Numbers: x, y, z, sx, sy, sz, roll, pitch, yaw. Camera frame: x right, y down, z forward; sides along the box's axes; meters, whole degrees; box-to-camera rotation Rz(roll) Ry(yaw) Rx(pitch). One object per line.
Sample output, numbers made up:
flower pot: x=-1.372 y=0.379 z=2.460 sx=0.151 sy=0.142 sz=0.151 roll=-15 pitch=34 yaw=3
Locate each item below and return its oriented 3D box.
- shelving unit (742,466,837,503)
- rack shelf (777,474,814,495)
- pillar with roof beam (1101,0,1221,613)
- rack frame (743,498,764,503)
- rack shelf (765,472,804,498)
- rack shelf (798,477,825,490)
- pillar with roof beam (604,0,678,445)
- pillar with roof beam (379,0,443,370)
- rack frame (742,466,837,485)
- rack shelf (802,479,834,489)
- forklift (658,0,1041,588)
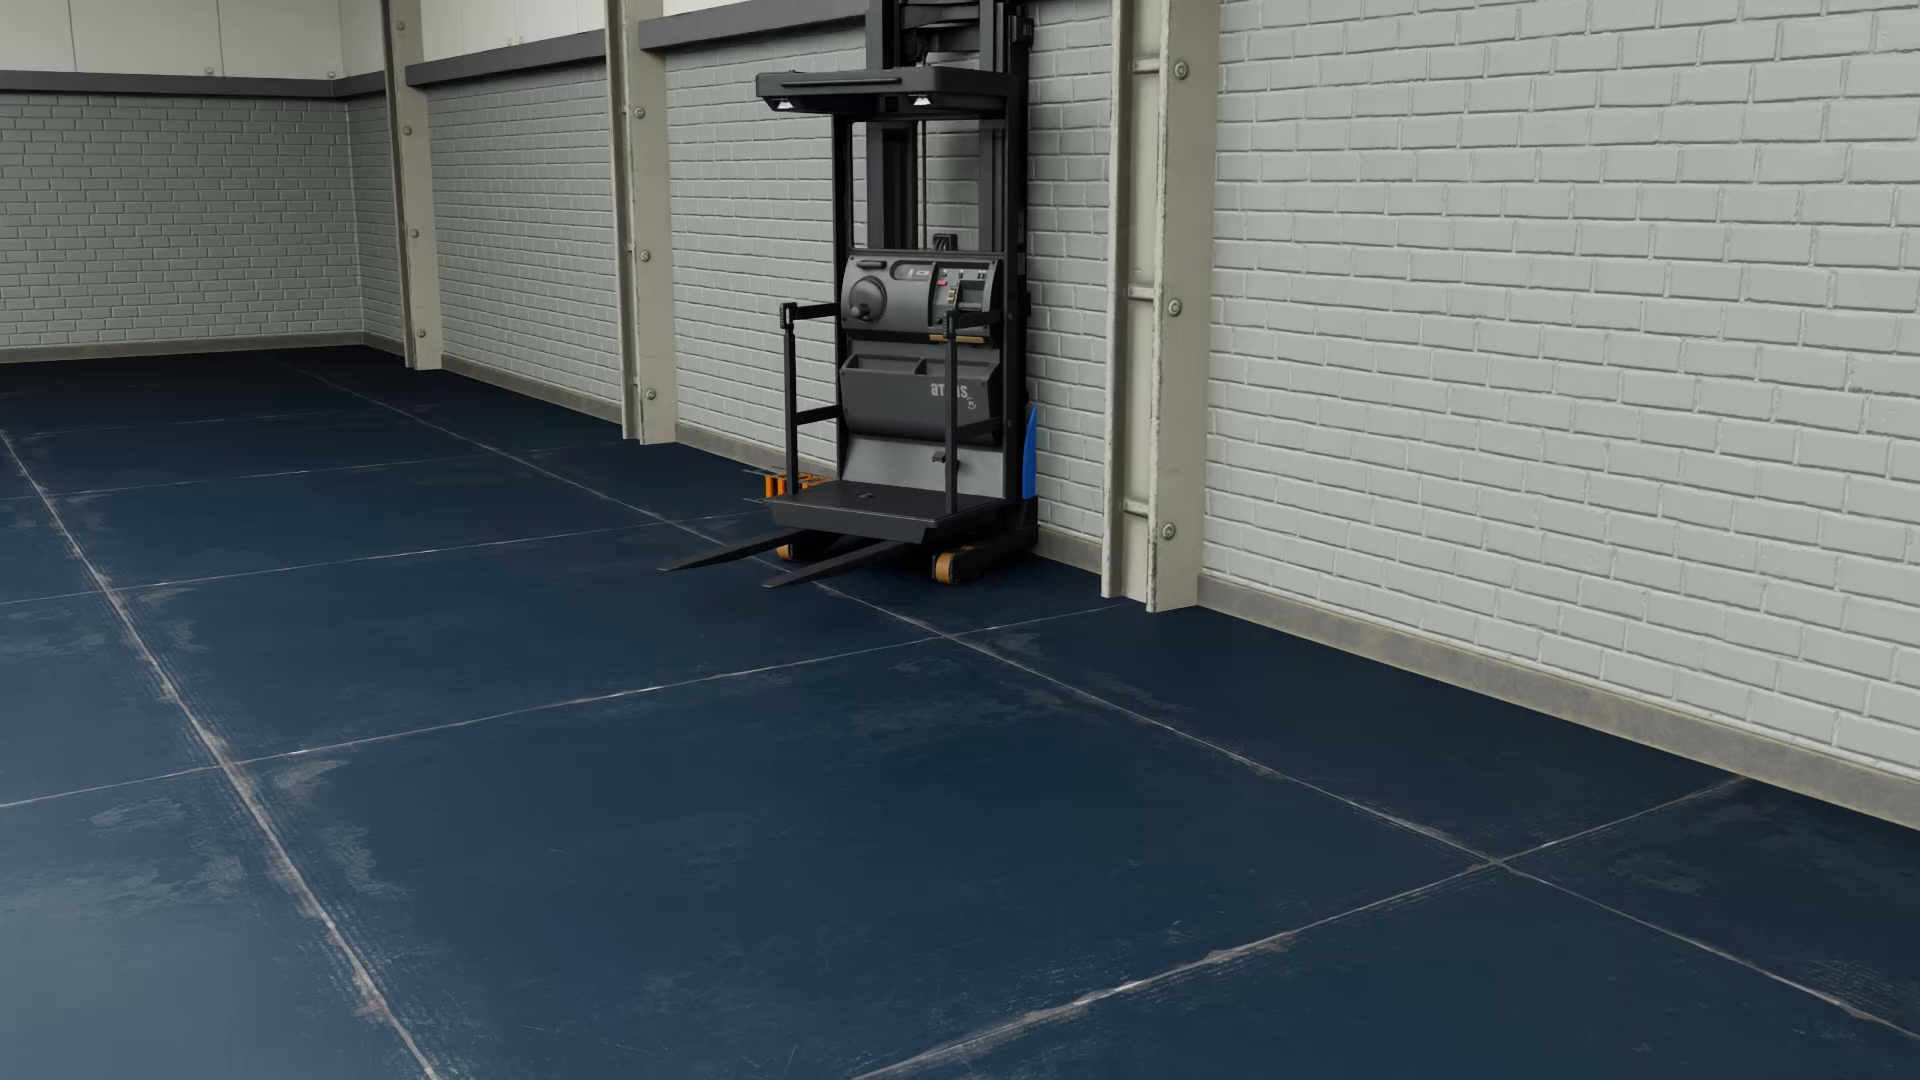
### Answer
shelving unit: x=-0.868 y=-0.275 z=10.168 sx=0.258 sy=0.189 sz=1.200 roll=-12 pitch=17 yaw=-43
rack shelf: x=-1.005 y=-0.305 z=10.304 sx=0.258 sy=0.180 sz=0.103 roll=-12 pitch=17 yaw=-43
pillar with roof beam: x=-2.660 y=-3.598 z=4.752 sx=9.100 sy=9.000 sz=0.400 roll=-8 pitch=15 yaw=-33
rack frame: x=-0.868 y=-0.186 z=10.187 sx=0.240 sy=0.006 sz=1.200 roll=-12 pitch=17 yaw=-43
rack shelf: x=-1.089 y=-0.324 z=10.388 sx=0.258 sy=0.180 sz=0.103 roll=-12 pitch=17 yaw=-43
rack shelf: x=-0.921 y=-0.287 z=10.221 sx=0.258 sy=0.180 sz=0.103 roll=-12 pitch=17 yaw=-43
pillar with roof beam: x=-5.985 y=-4.665 z=9.631 sx=9.100 sy=9.000 sz=0.400 roll=-8 pitch=15 yaw=-33
pillar with roof beam: x=-9.309 y=-5.732 z=14.511 sx=9.100 sy=9.000 sz=0.400 roll=-8 pitch=15 yaw=-33
rack frame: x=-0.868 y=-0.365 z=10.148 sx=0.240 sy=0.006 sz=1.200 roll=-12 pitch=17 yaw=-43
rack shelf: x=-0.837 y=-0.269 z=10.137 sx=0.258 sy=0.180 sz=0.103 roll=-12 pitch=17 yaw=-43
forklift: x=-0.326 y=-1.318 z=8.530 sx=1.130 sy=2.935 sz=3.031 roll=7 pitch=14 yaw=31
